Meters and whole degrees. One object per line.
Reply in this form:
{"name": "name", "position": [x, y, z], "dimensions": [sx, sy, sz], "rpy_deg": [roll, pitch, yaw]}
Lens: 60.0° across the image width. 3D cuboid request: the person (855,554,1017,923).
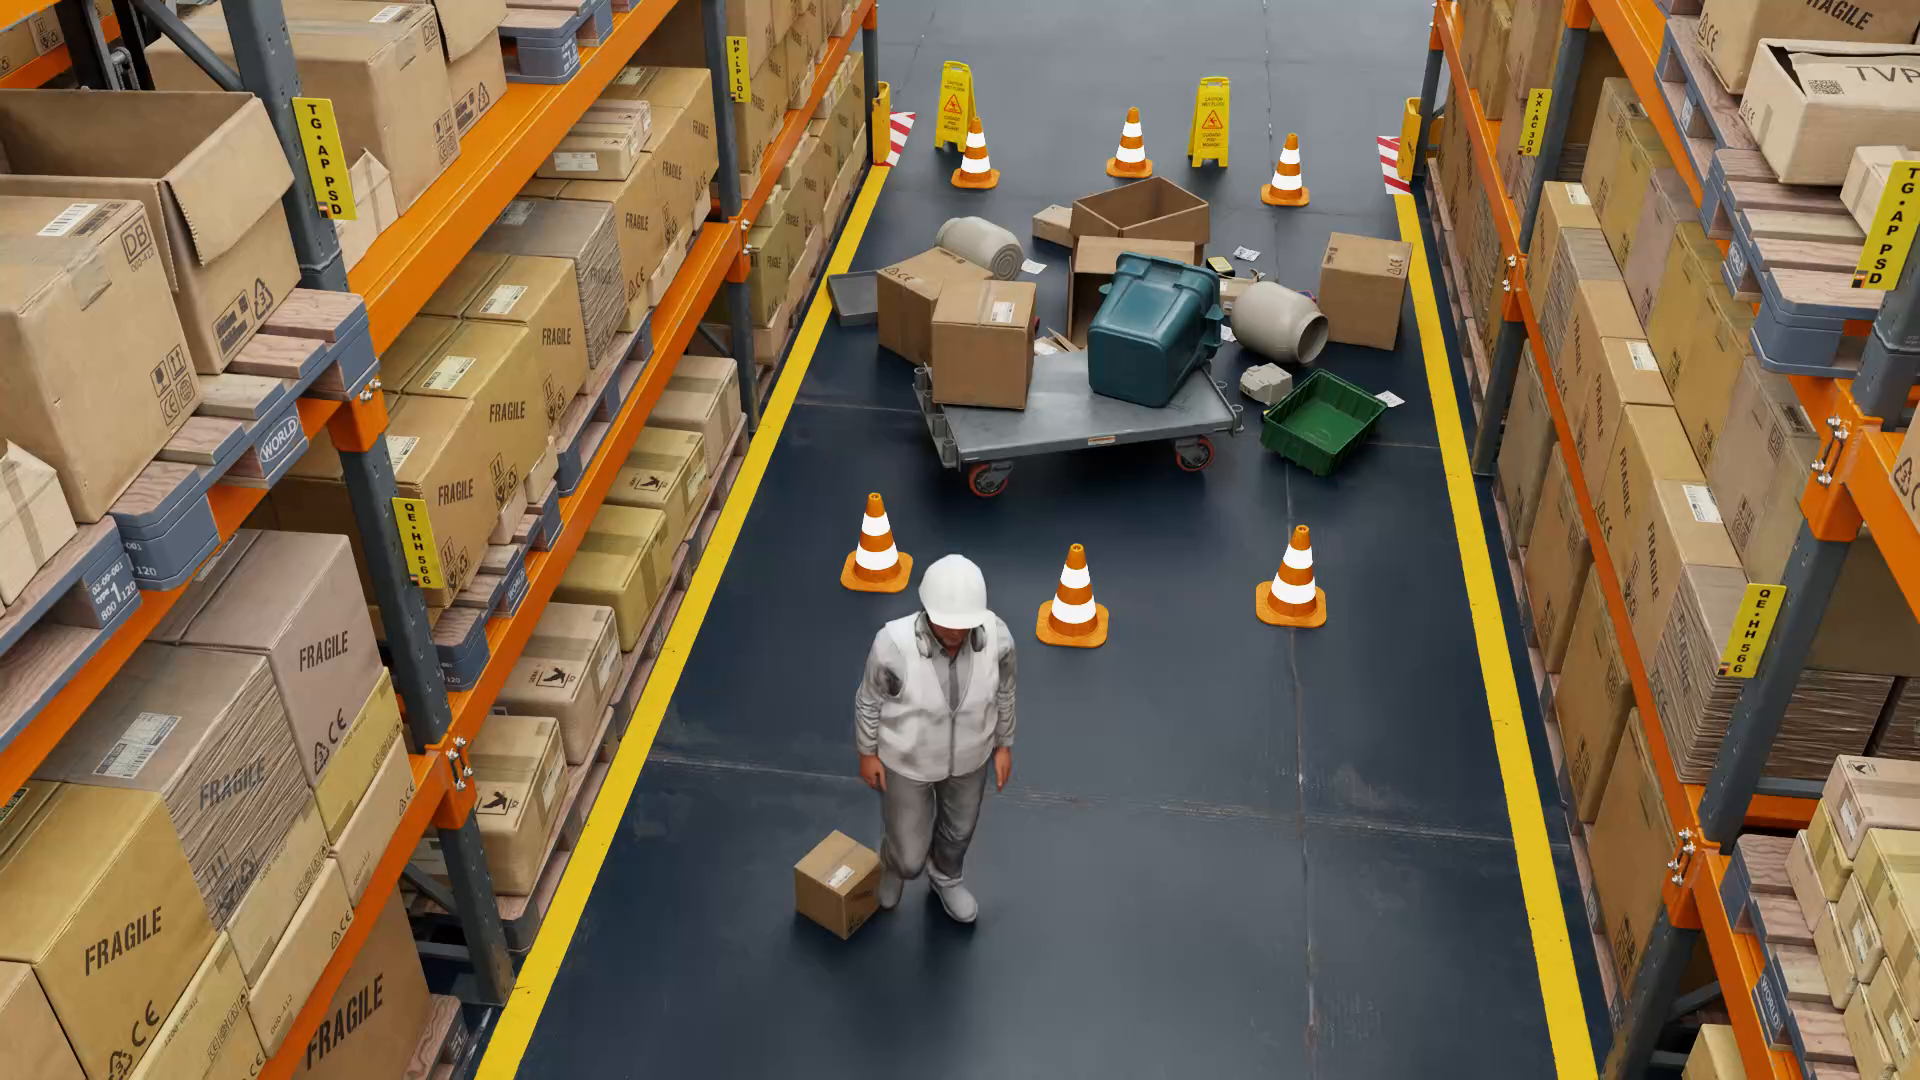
{"name": "person", "position": [-0.088, 0.737, 5.961], "dimensions": [0.569, 1.755, 0.544], "rpy_deg": [-12, 38, -16]}
